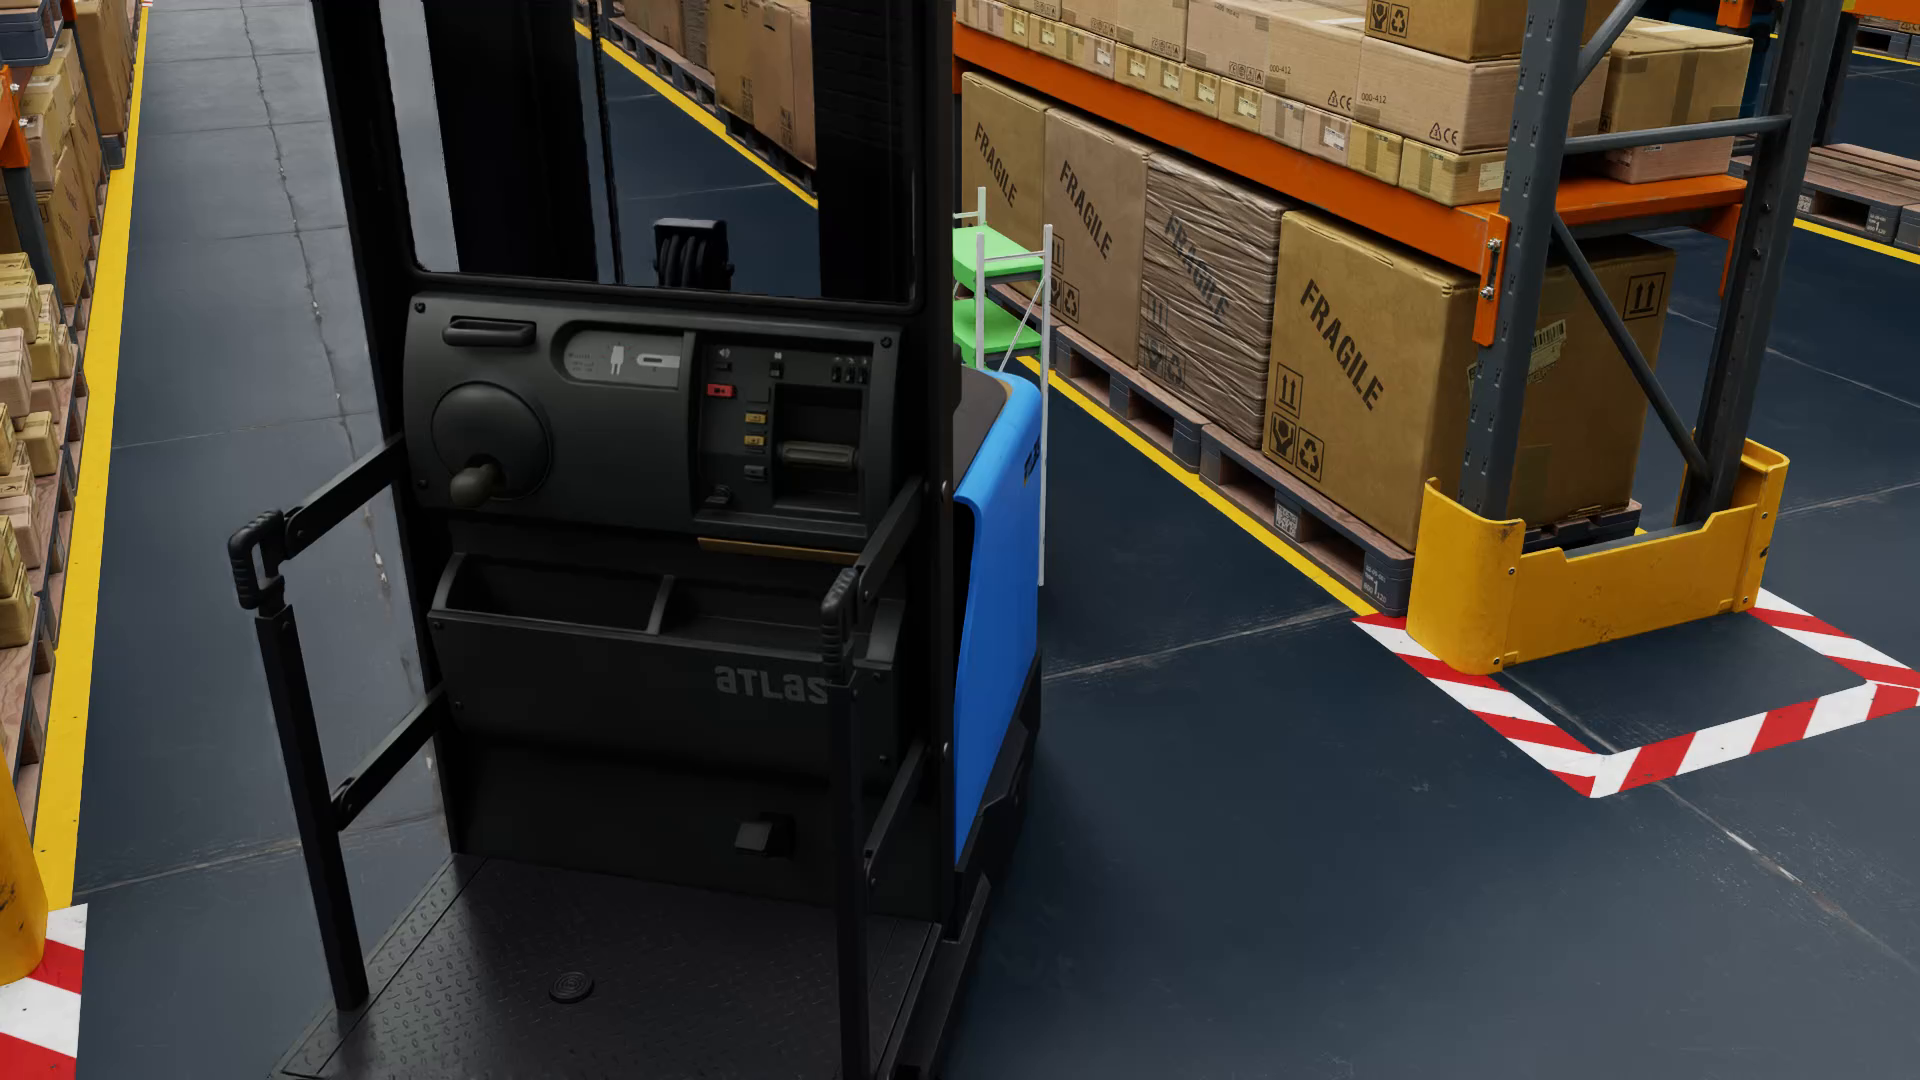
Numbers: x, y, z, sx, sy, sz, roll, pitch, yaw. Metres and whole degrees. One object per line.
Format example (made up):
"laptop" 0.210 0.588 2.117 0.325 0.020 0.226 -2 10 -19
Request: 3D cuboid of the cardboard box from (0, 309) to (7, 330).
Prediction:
"cardboard box" -3.561 -0.682 5.820 0.380 0.149 0.250 -10 28 -19

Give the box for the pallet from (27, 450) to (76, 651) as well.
"pallet" -3.433 0.092 5.321 1.003 0.211 1.213 -11 28 -21

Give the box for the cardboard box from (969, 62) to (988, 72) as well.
"cardboard box" 0.124 -2.220 8.820 1.225 0.875 0.875 -10 28 -20

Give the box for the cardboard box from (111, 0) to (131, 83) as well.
"cardboard box" -6.643 -3.702 11.998 1.050 0.750 0.750 -11 28 -21

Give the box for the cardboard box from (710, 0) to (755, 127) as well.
"cardboard box" -0.922 -3.297 11.028 1.225 0.875 0.875 -12 28 -23

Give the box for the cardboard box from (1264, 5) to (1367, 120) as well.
"cardboard box" 1.327 -1.537 5.312 0.500 0.250 0.500 -11 28 -21

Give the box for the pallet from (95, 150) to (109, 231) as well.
"pallet" -5.472 -1.965 9.535 1.003 0.211 1.213 -11 28 -21

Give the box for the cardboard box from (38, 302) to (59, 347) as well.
"cardboard box" -3.677 -0.781 6.363 0.380 0.149 0.250 -12 28 -23

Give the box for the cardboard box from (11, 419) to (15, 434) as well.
"cardboard box" -3.344 -0.347 5.473 0.380 0.149 0.250 -12 28 -23

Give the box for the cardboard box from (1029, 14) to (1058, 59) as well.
"cardboard box" 0.514 -2.123 6.966 0.380 0.149 0.250 -11 28 -22

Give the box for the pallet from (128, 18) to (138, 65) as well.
"pallet" -7.569 -4.216 14.145 1.003 0.211 1.213 -11 28 -21

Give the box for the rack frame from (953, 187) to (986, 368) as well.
"rack frame" -0.031 -0.571 5.552 0.240 1.200 0.015 -11 28 -21

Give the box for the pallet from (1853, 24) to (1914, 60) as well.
"pallet" 8.201 -4.485 14.696 1.003 0.211 1.213 -11 28 -21

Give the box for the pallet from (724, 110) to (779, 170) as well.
"pallet" -0.934 -2.761 11.165 1.003 0.211 1.213 -11 28 -21

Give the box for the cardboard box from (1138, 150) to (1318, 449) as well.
"cardboard box" 1.279 -0.962 6.244 0.875 0.875 0.875 -11 28 -21

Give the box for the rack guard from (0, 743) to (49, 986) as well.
"rack guard" -2.674 0.788 3.566 1.175 0.500 0.348 -11 28 -21

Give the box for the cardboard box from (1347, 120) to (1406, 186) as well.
"cardboard box" 1.414 -1.195 5.065 0.380 0.149 0.250 -10 28 -20

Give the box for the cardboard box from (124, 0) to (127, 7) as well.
"cardboard box" -8.237 -5.381 15.294 0.875 0.875 0.875 -11 28 -21

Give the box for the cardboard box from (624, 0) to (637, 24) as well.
"cardboard box" -2.519 -4.783 14.476 0.700 0.500 0.500 -13 29 -25

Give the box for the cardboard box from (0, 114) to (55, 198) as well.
"cardboard box" -4.257 -1.666 7.258 0.500 0.250 0.500 -12 28 -23

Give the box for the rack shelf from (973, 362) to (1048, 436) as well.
"rack shelf" 0.065 -0.415 5.378 0.258 0.148 0.480 -11 28 -21

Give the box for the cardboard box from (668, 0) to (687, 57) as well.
"cardboard box" -1.912 -4.137 13.151 0.700 0.500 0.500 -8 27 -16

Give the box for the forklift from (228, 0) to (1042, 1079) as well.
"forklift" -0.607 -0.187 2.792 1.130 2.935 3.031 6 27 11

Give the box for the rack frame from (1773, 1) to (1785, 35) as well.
"rack frame" 7.943 -6.046 14.715 1.000 3.000 0.127 -11 28 -21

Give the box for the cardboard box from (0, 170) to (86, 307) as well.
"cardboard box" -4.256 -1.329 7.423 0.500 0.500 0.500 -9 28 -19

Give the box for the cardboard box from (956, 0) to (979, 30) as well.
"cardboard box" 0.203 -2.441 7.618 0.380 0.149 0.250 -11 28 -20

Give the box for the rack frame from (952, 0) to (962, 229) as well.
"rack frame" 0.393 -2.731 7.924 1.000 3.000 0.127 -11 28 -21

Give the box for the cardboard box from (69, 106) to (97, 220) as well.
"cardboard box" -4.857 -1.958 8.712 0.500 0.500 0.500 -12 28 -23

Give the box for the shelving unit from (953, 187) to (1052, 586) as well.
"shelving unit" 0.065 -0.472 5.350 0.258 1.200 0.503 -11 28 -21

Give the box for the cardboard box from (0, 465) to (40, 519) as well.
"cardboard box" -3.173 -0.101 5.309 0.380 0.149 0.250 -11 28 -21

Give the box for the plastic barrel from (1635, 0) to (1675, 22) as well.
"plastic barrel" 4.476 -3.336 11.077 0.600 0.901 0.708 -11 28 -21

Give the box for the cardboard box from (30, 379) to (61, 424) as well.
"cardboard box" -3.556 -0.512 6.151 0.380 0.149 0.250 -12 28 -22

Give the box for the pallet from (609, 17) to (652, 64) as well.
"pallet" -2.434 -4.393 14.508 1.003 0.211 1.213 -11 28 -21

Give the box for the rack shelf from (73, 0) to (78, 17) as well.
"rack shelf" -6.560 -4.018 11.381 1.077 0.370 4.000 -11 28 -21

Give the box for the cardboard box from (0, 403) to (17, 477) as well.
"cardboard box" -3.070 -0.277 4.992 0.380 0.149 0.250 -10 28 -20

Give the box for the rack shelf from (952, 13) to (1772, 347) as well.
"rack shelf" 1.176 -1.600 6.428 1.077 0.370 4.000 -11 28 -21

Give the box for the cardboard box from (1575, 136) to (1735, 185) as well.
"cardboard box" 2.124 -1.203 5.082 0.380 0.149 0.250 -10 28 -20

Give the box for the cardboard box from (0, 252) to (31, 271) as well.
"cardboard box" -3.832 -0.995 6.463 0.380 0.149 0.250 -10 28 -19

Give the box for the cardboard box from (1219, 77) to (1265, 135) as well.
"cardboard box" 1.116 -1.502 5.695 0.380 0.149 0.250 -11 28 -22

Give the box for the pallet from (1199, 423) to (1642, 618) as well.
"pallet" 1.574 -0.172 5.862 1.003 0.211 1.213 -11 28 -21

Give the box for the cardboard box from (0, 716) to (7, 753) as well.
"cardboard box" -2.555 0.521 4.034 0.380 0.149 0.250 -10 28 -20

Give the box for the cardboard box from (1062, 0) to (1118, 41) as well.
"cardboard box" 0.734 -2.153 6.572 0.500 0.250 0.500 -10 28 -19

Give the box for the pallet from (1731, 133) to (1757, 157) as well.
"pallet" 4.686 -2.647 10.932 1.003 0.211 1.213 -11 28 -21

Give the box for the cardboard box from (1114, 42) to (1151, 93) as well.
"cardboard box" 0.815 -1.812 6.329 0.380 0.149 0.250 -11 28 -22

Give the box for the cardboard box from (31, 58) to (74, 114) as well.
"cardboard box" -4.876 -2.296 8.549 0.500 0.250 0.500 -10 28 -19

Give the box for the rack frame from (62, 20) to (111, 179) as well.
"rack frame" -5.777 -3.534 9.570 1.000 3.000 0.127 -11 28 -21

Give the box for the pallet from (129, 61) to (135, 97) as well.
"pallet" -6.972 -3.597 12.877 1.003 0.211 1.213 -11 28 -21
